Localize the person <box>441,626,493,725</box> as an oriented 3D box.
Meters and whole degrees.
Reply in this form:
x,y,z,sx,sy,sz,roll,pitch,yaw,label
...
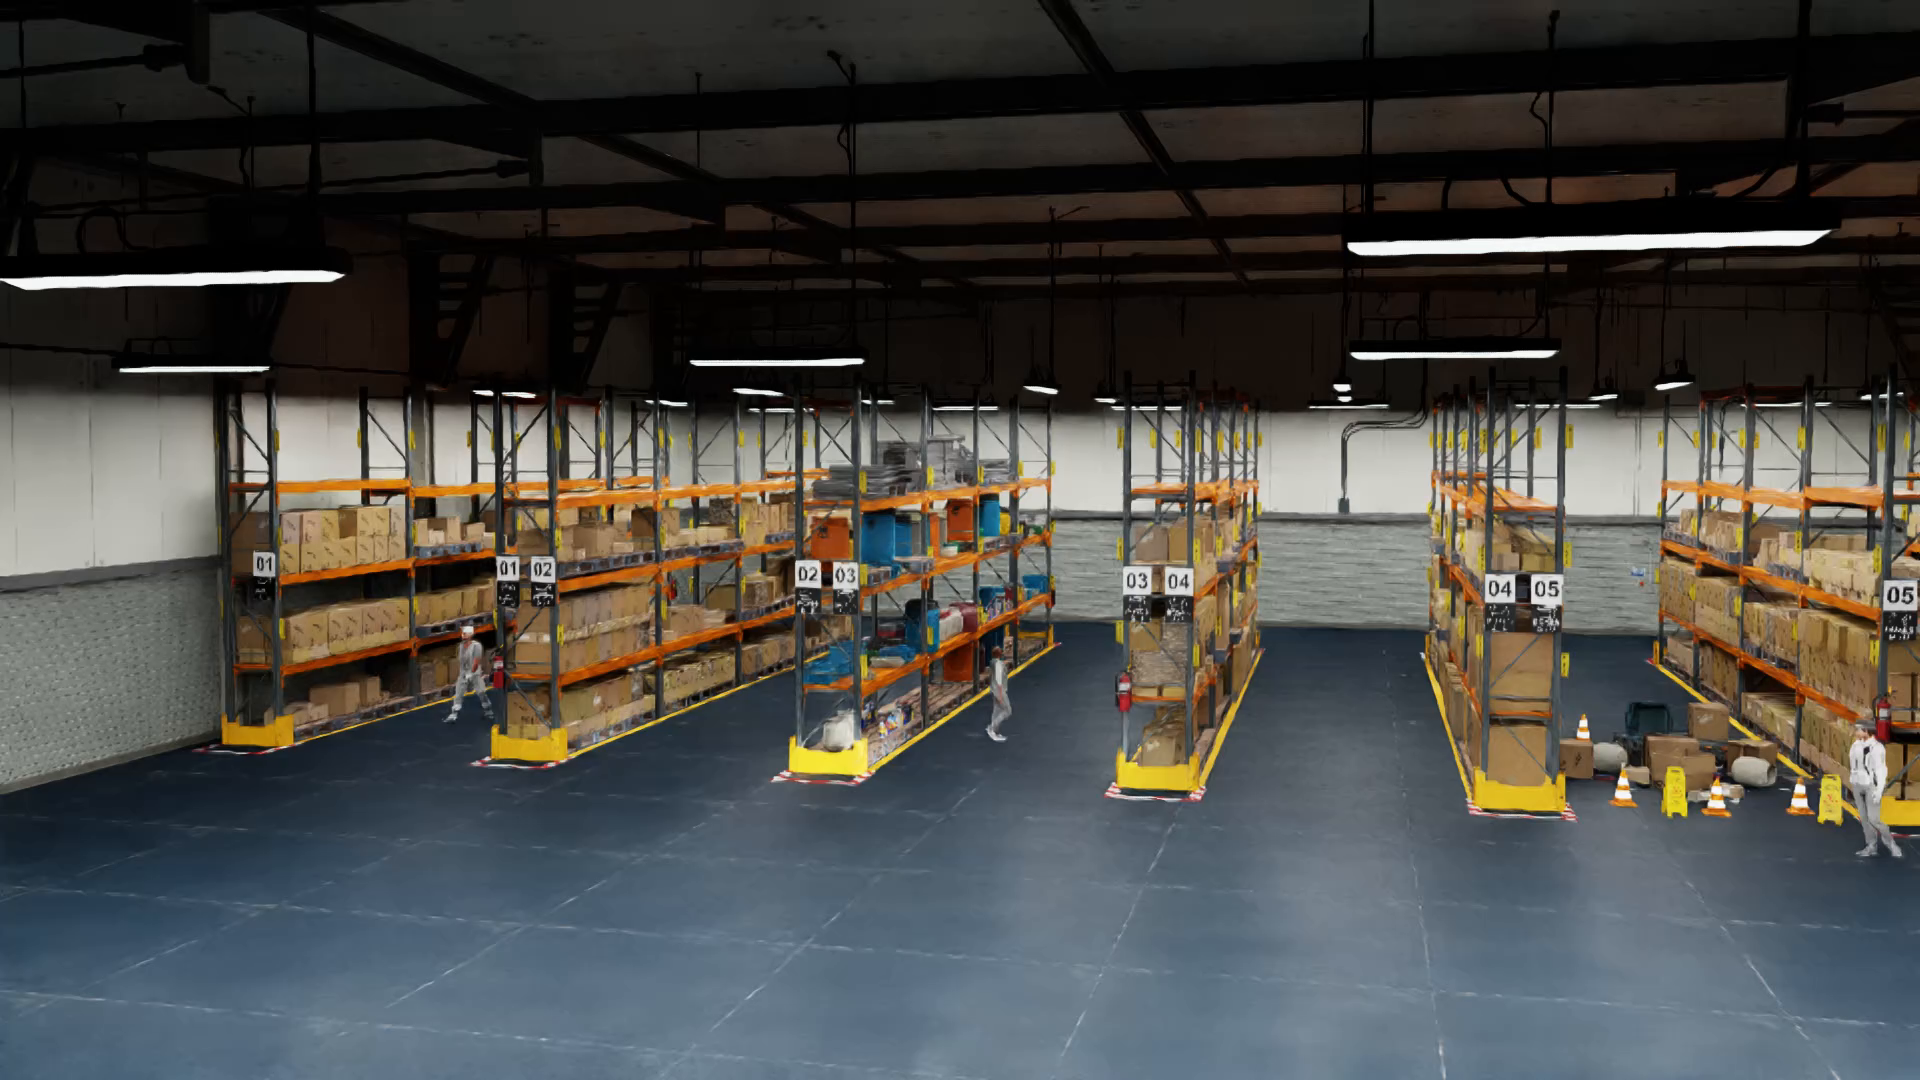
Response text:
x,y,z,sx,sy,sz,roll,pitch,yaw,label
-8.667,2.371,29.306,0.532,1.729,1.051,1,4,22,person

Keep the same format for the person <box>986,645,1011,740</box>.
x,y,z,sx,sy,sz,roll,pitch,yaw,label
0.625,2.545,27.659,0.375,1.594,0.455,-1,4,-17,person

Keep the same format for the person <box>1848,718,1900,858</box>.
x,y,z,sx,sy,sz,roll,pitch,yaw,label
10.911,2.967,19.906,0.440,1.659,0.630,-1,4,-14,person
